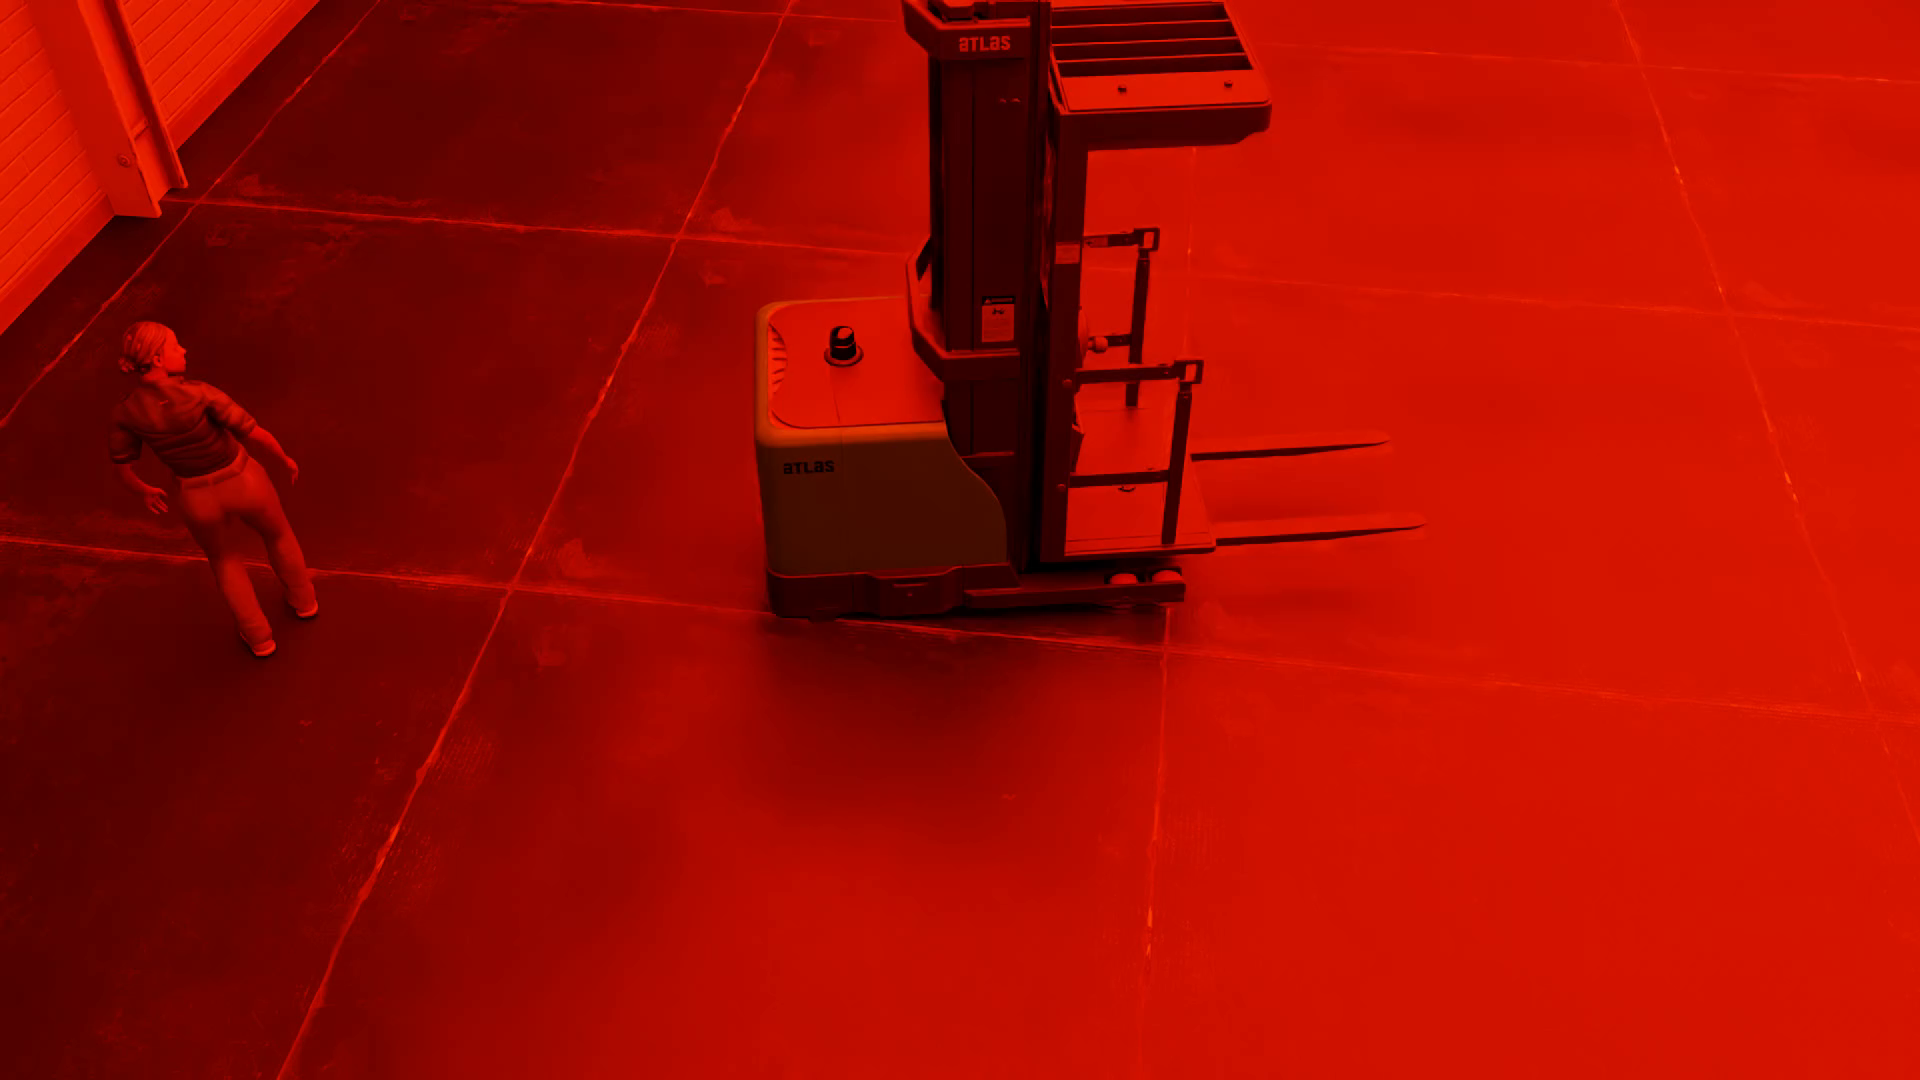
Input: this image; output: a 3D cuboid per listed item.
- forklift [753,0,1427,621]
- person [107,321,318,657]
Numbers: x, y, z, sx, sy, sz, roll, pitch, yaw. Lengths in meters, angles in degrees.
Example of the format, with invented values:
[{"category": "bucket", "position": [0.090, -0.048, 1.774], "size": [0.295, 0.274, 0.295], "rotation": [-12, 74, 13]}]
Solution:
[{"category": "forklift", "position": [0.610, -1.124, 6.948], "size": [3.031, 2.935, 1.130], "rotation": [-3, 43, -4]}, {"category": "person", "position": [-3.109, -0.236, 6.941], "size": [0.664, 1.638, 0.471], "rotation": [-14, 44, -15]}]
